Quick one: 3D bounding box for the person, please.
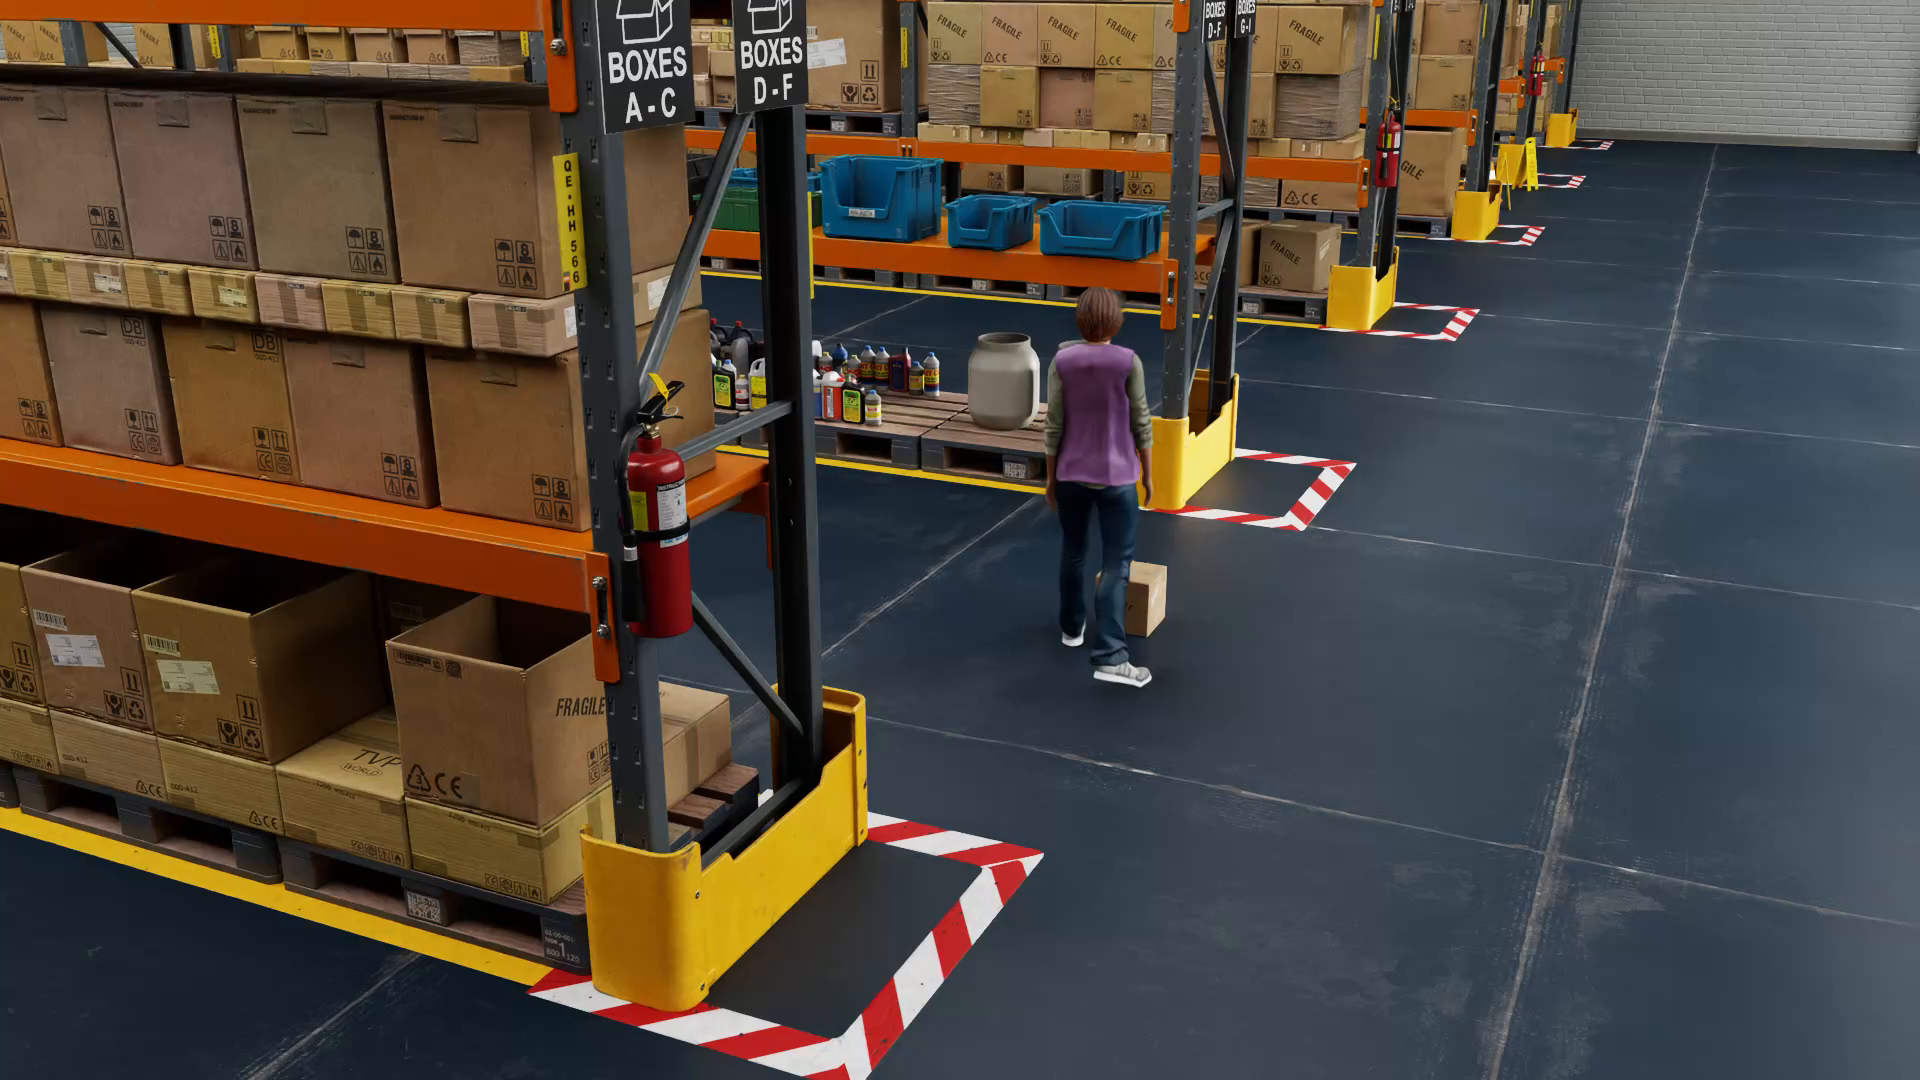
[{"bbox_3d":[0.593,-0.214,6.767,0.528,1.529,0.681,8,21,21],"label":"person"}]
